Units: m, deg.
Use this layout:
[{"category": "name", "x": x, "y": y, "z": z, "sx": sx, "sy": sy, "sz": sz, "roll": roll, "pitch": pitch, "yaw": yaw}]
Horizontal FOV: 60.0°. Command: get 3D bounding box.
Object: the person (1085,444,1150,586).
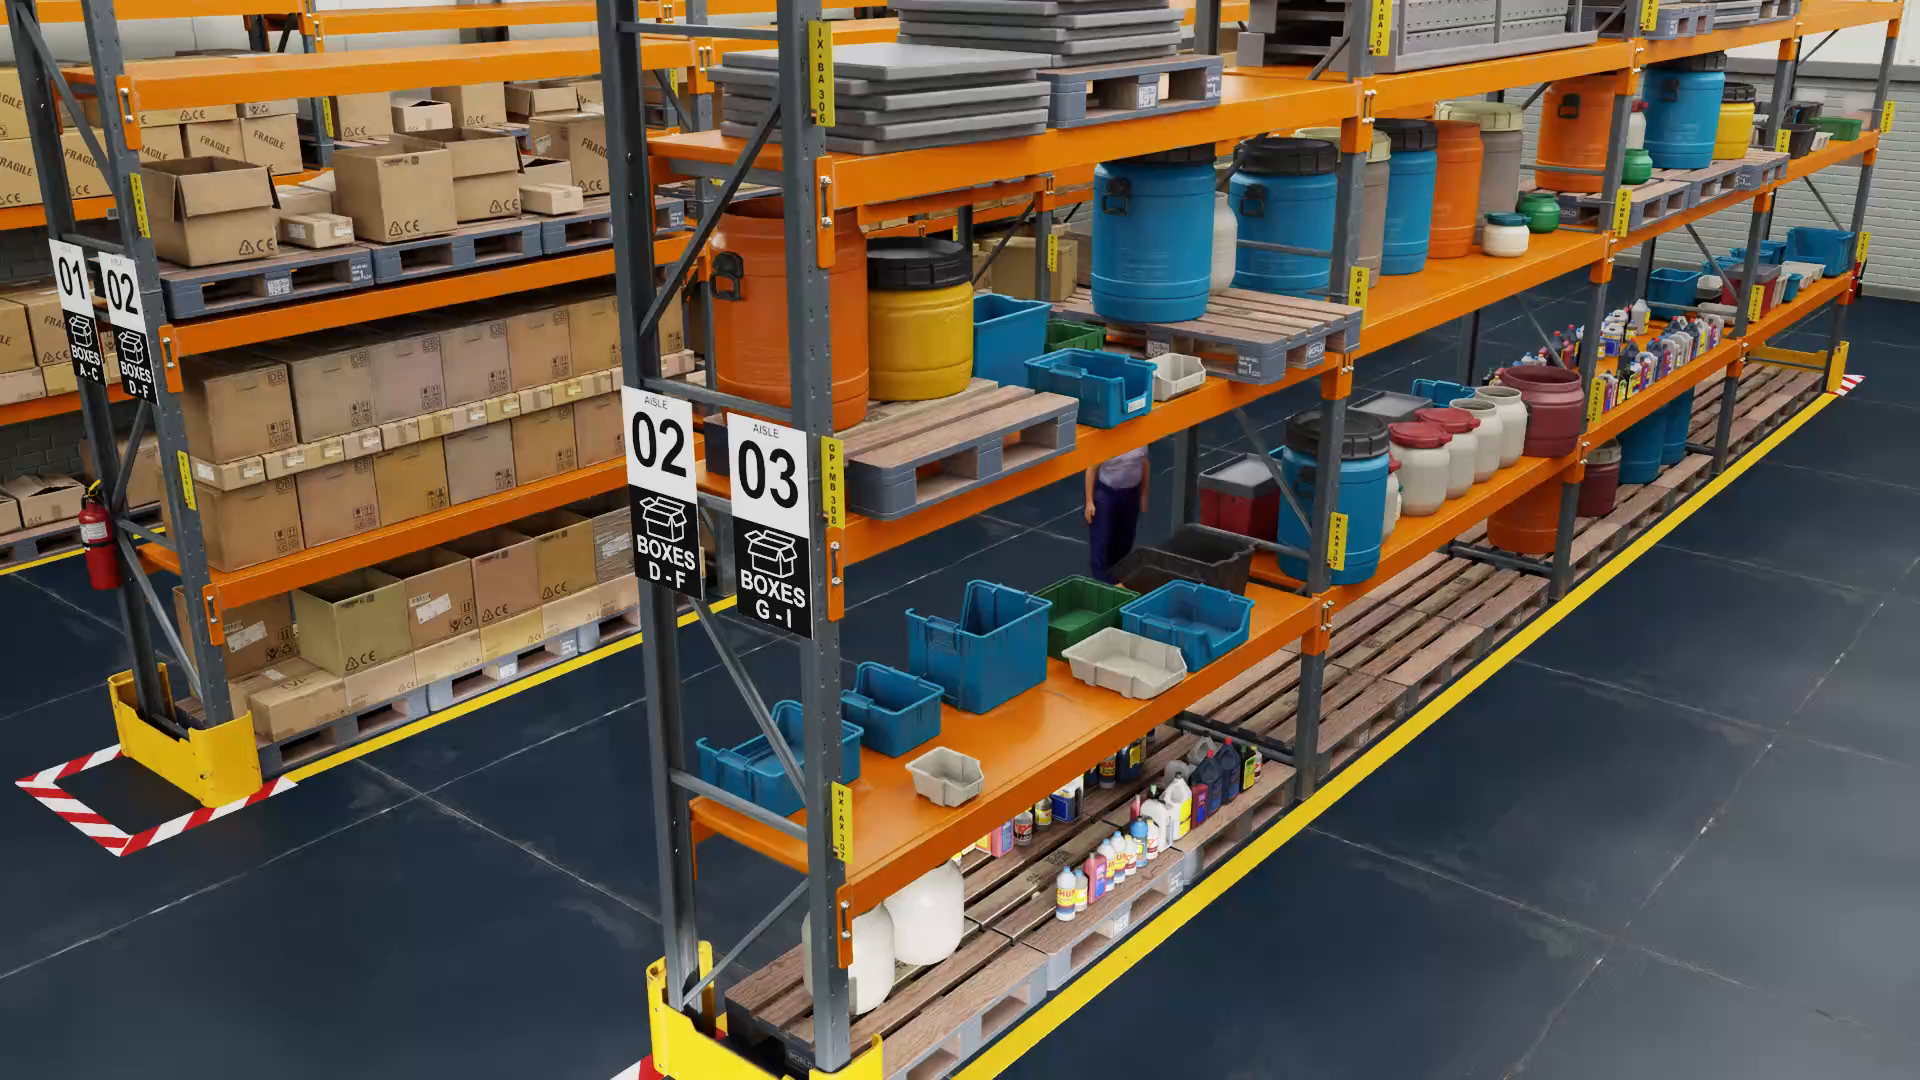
[{"category": "person", "x": 1.178, "y": -0.279, "z": 12.290, "sx": 0.568, "sy": 1.647, "sz": 0.532, "roll": -10, "pitch": 23, "yaw": -25}]
